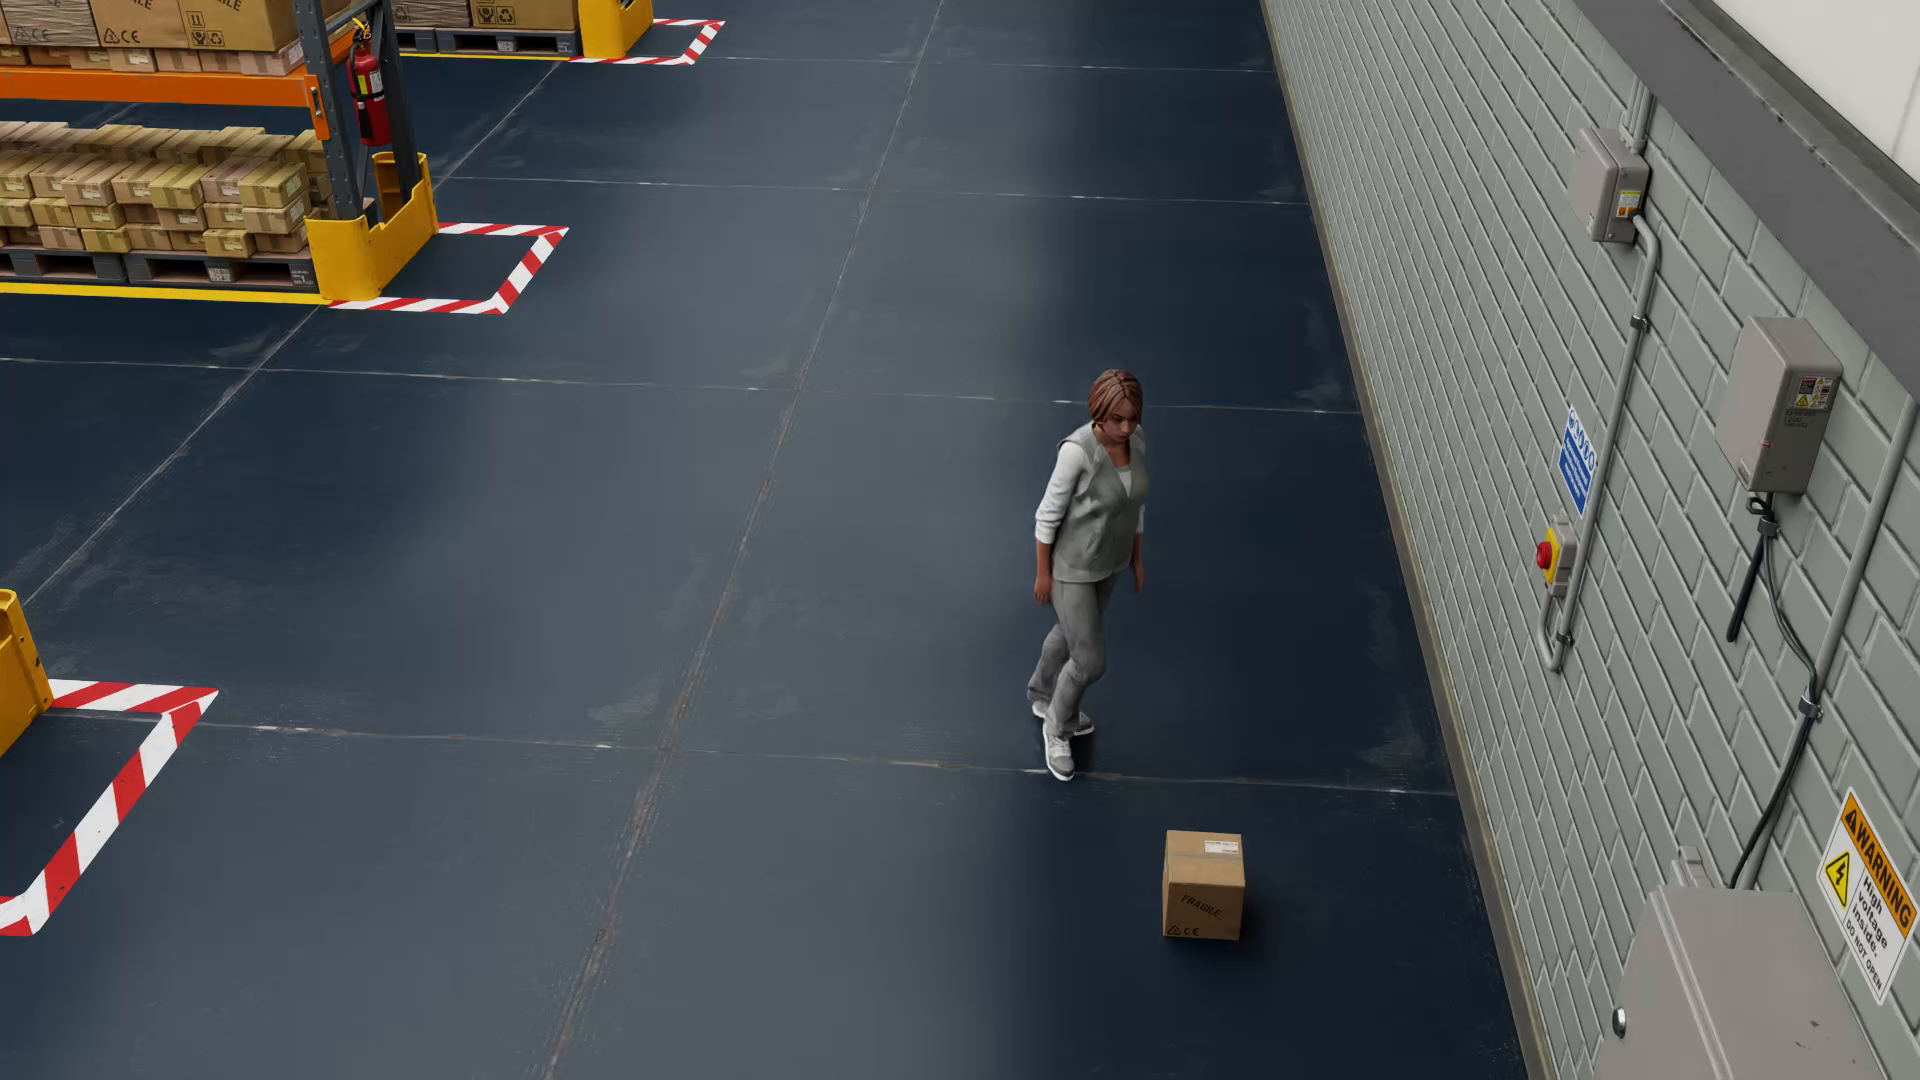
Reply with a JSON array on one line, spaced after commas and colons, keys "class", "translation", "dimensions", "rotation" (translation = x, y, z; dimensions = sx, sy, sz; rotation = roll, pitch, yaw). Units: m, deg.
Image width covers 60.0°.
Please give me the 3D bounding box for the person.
[{"class": "person", "translation": [0.426, 0.092, 5.985], "dimensions": [0.446, 1.600, 0.449], "rotation": [26, 40, 34]}]
